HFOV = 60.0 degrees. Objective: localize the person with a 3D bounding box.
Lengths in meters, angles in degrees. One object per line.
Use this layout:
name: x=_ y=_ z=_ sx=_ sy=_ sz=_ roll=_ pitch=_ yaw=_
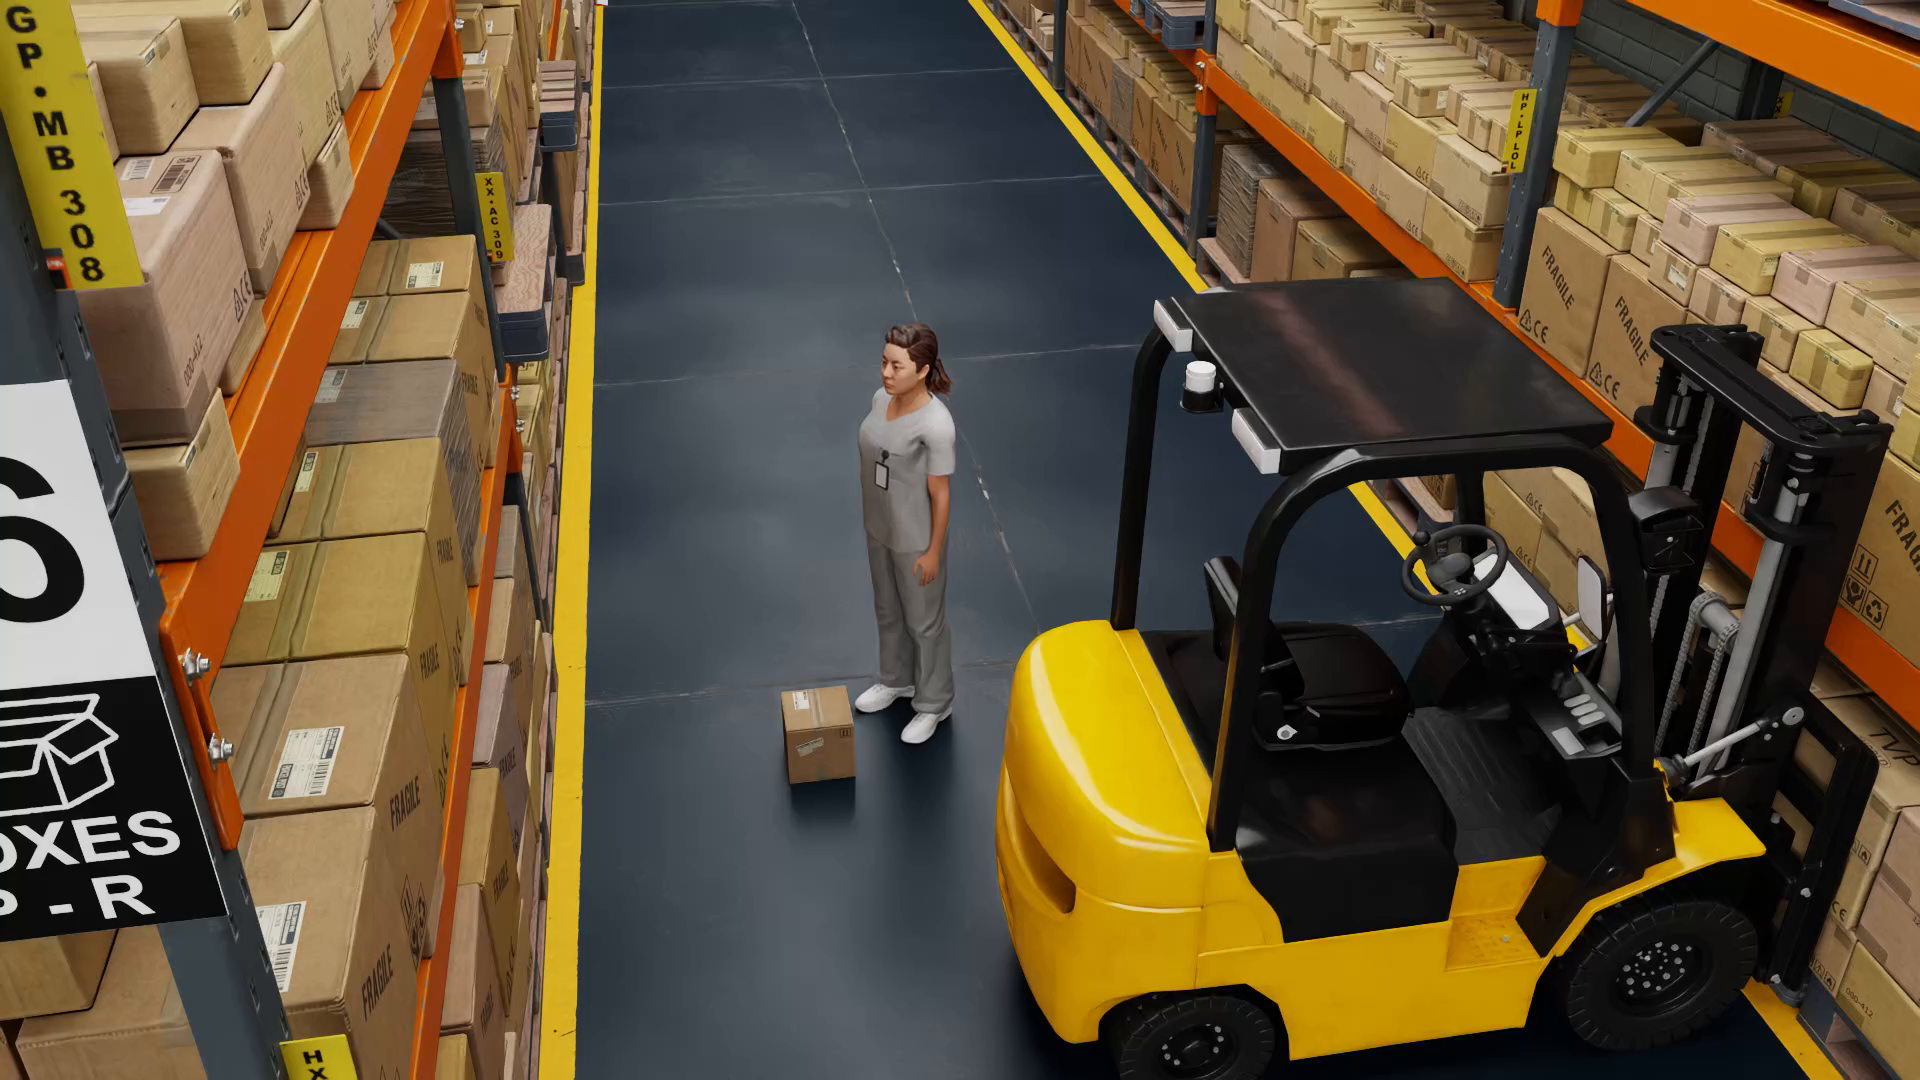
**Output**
person: x=-0.187 y=-0.020 z=6.168 sx=0.355 sy=1.672 sz=0.437 roll=-22 pitch=37 yaw=-32
